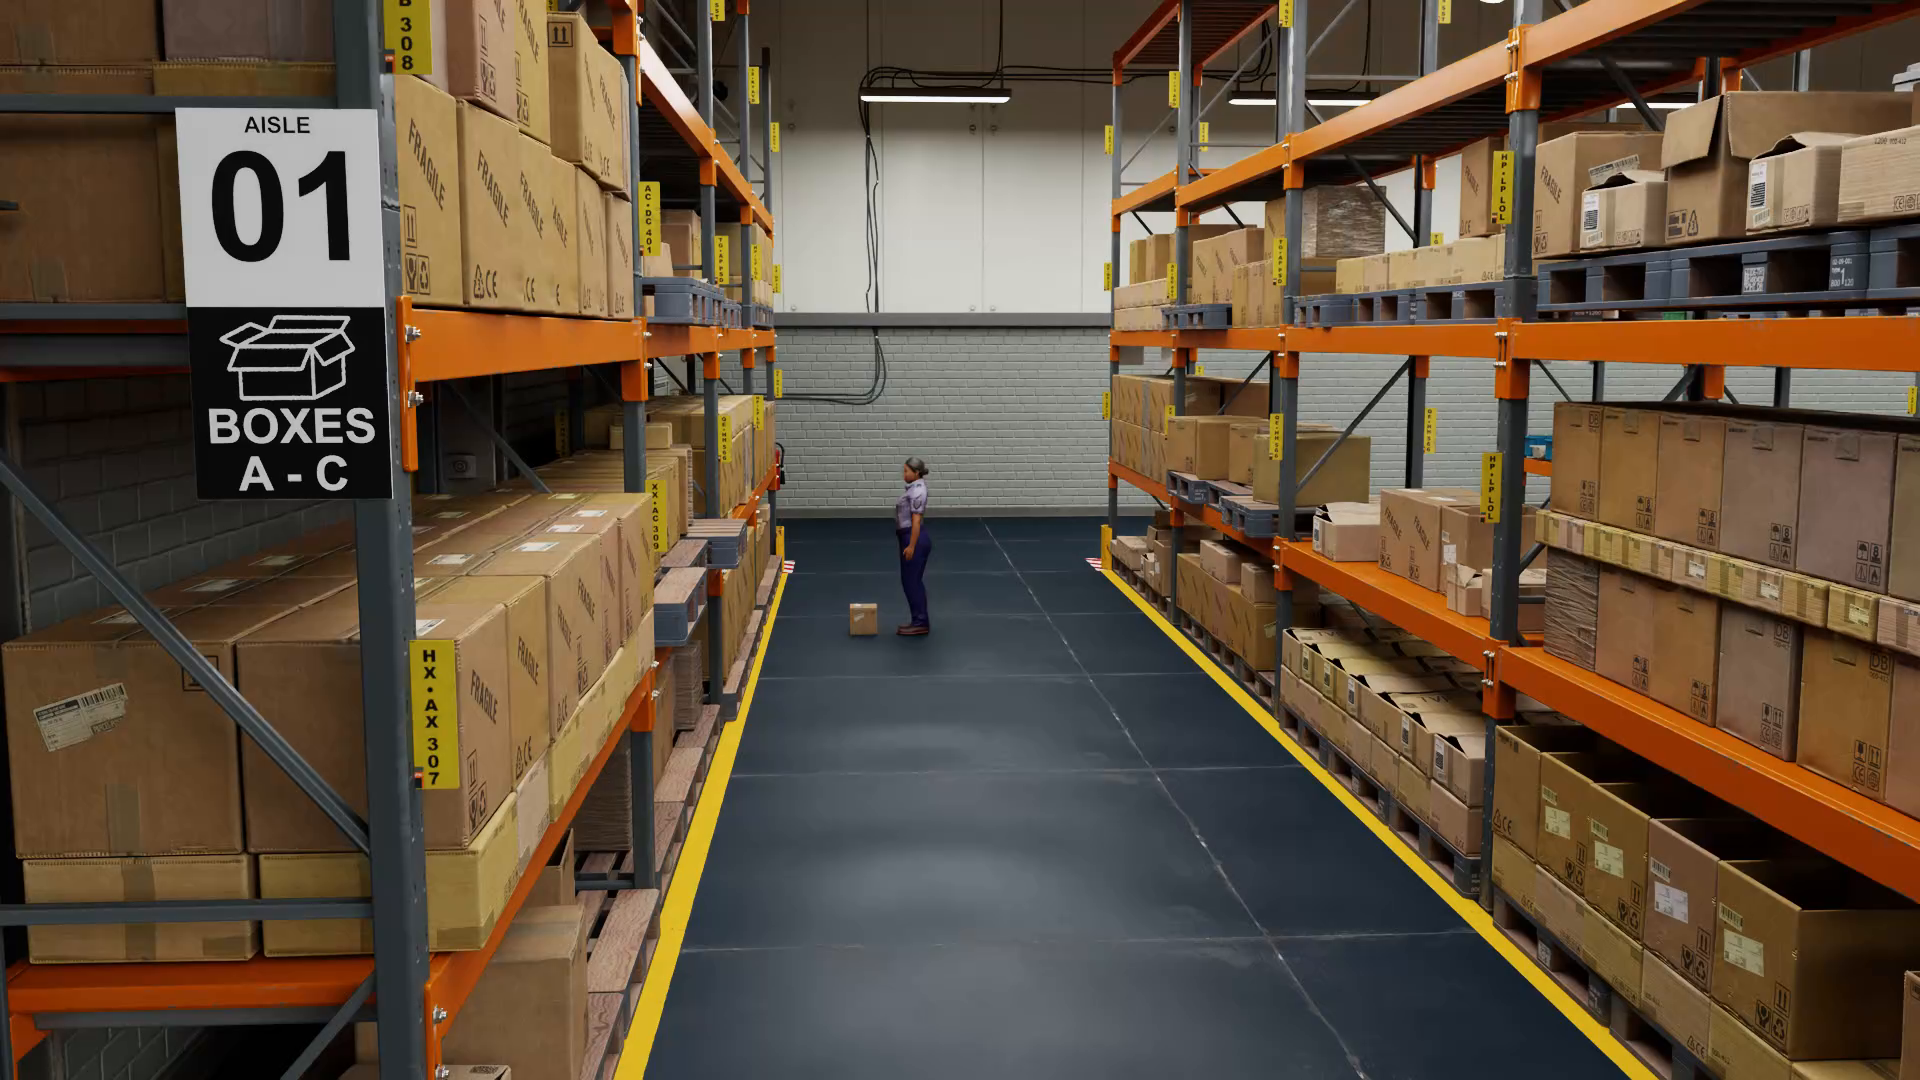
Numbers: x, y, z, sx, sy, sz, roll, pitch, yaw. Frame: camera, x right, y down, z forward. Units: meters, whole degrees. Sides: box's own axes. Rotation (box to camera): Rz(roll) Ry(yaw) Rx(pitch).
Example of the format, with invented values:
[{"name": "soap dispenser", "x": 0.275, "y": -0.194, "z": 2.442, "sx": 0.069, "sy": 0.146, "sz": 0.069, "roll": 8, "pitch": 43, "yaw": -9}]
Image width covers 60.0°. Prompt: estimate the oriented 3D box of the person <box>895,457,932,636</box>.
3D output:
[{"name": "person", "x": -0.433, "y": 0.058, "z": 15.438, "sx": 0.342, "sy": 1.633, "sz": 0.470, "roll": 0, "pitch": 7, "yaw": -3}]
